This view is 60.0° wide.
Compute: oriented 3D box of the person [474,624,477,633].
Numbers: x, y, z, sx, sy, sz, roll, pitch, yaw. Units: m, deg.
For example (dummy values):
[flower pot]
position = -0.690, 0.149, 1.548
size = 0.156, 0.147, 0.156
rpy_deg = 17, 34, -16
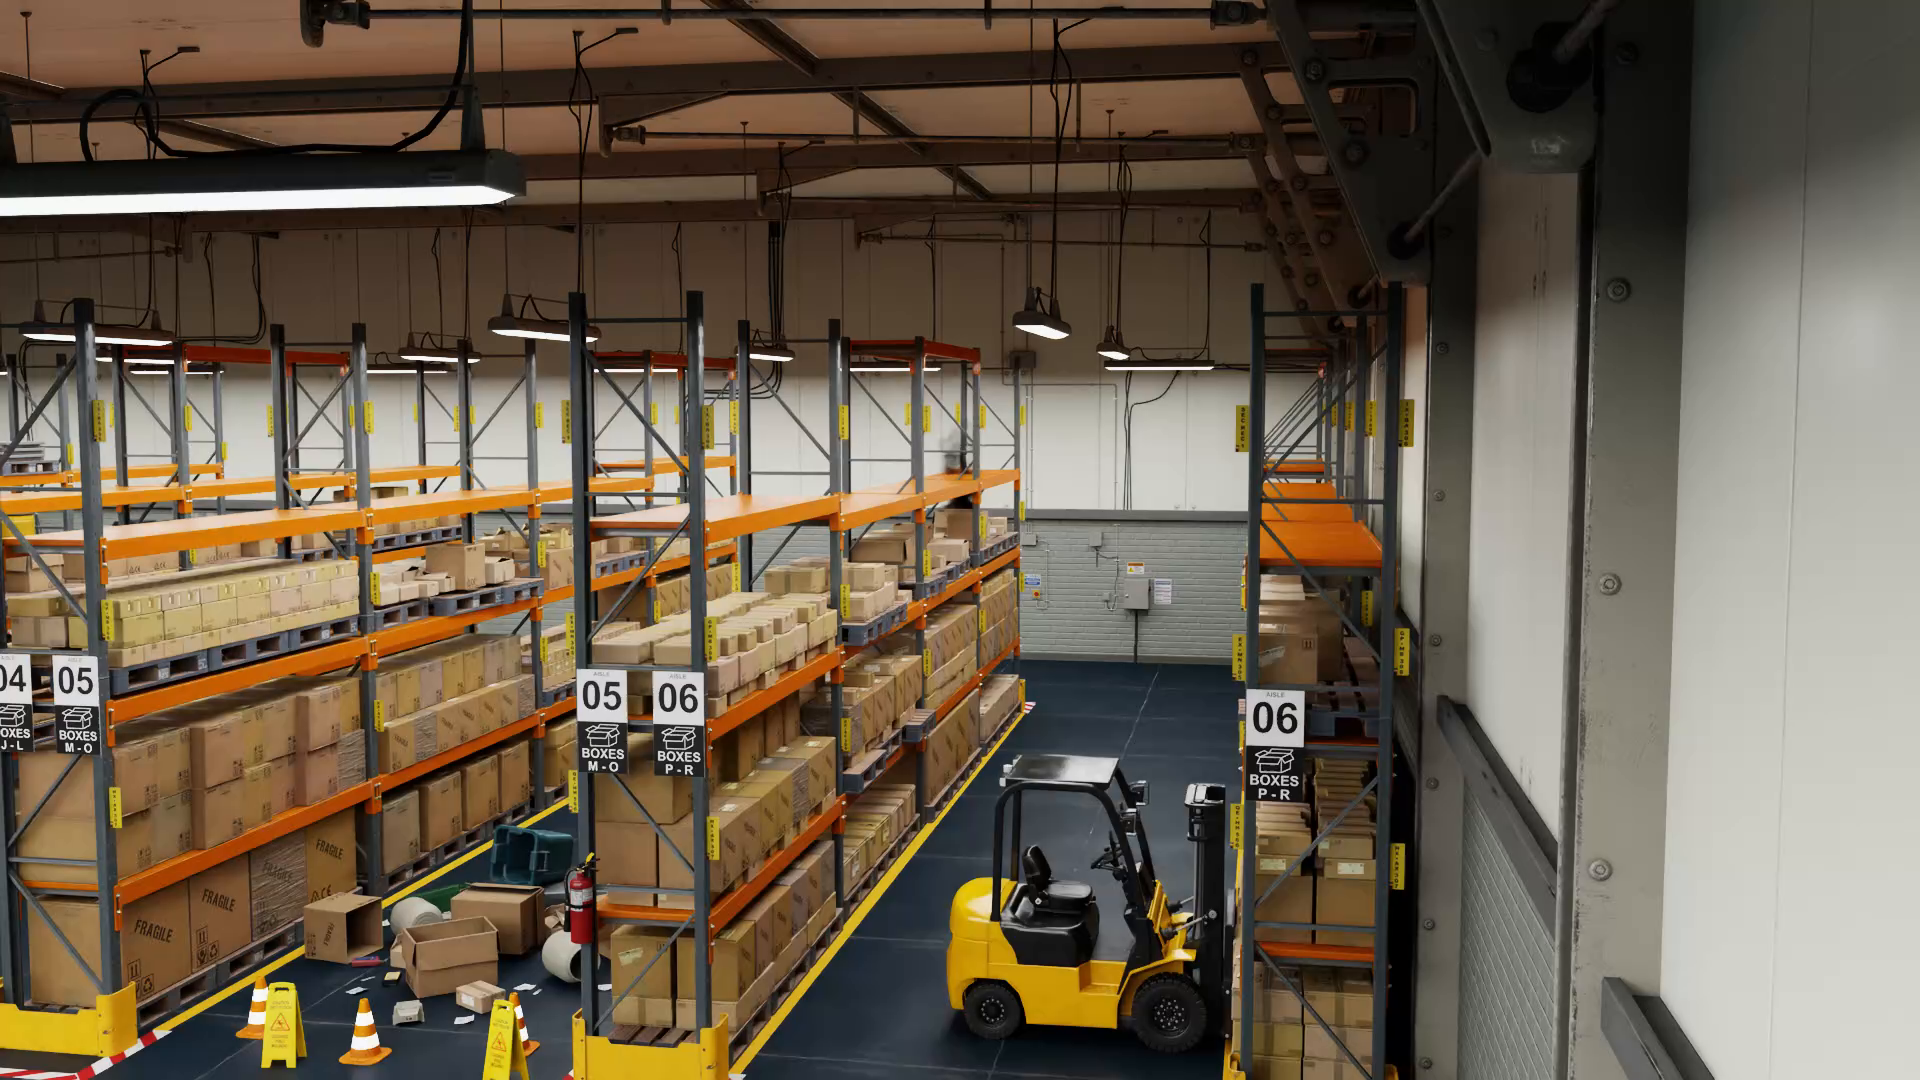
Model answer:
[person]
position = -7.981, 2.164, 27.269
size = 0.631, 1.634, 0.744
rpy_deg = 1, 5, 8
